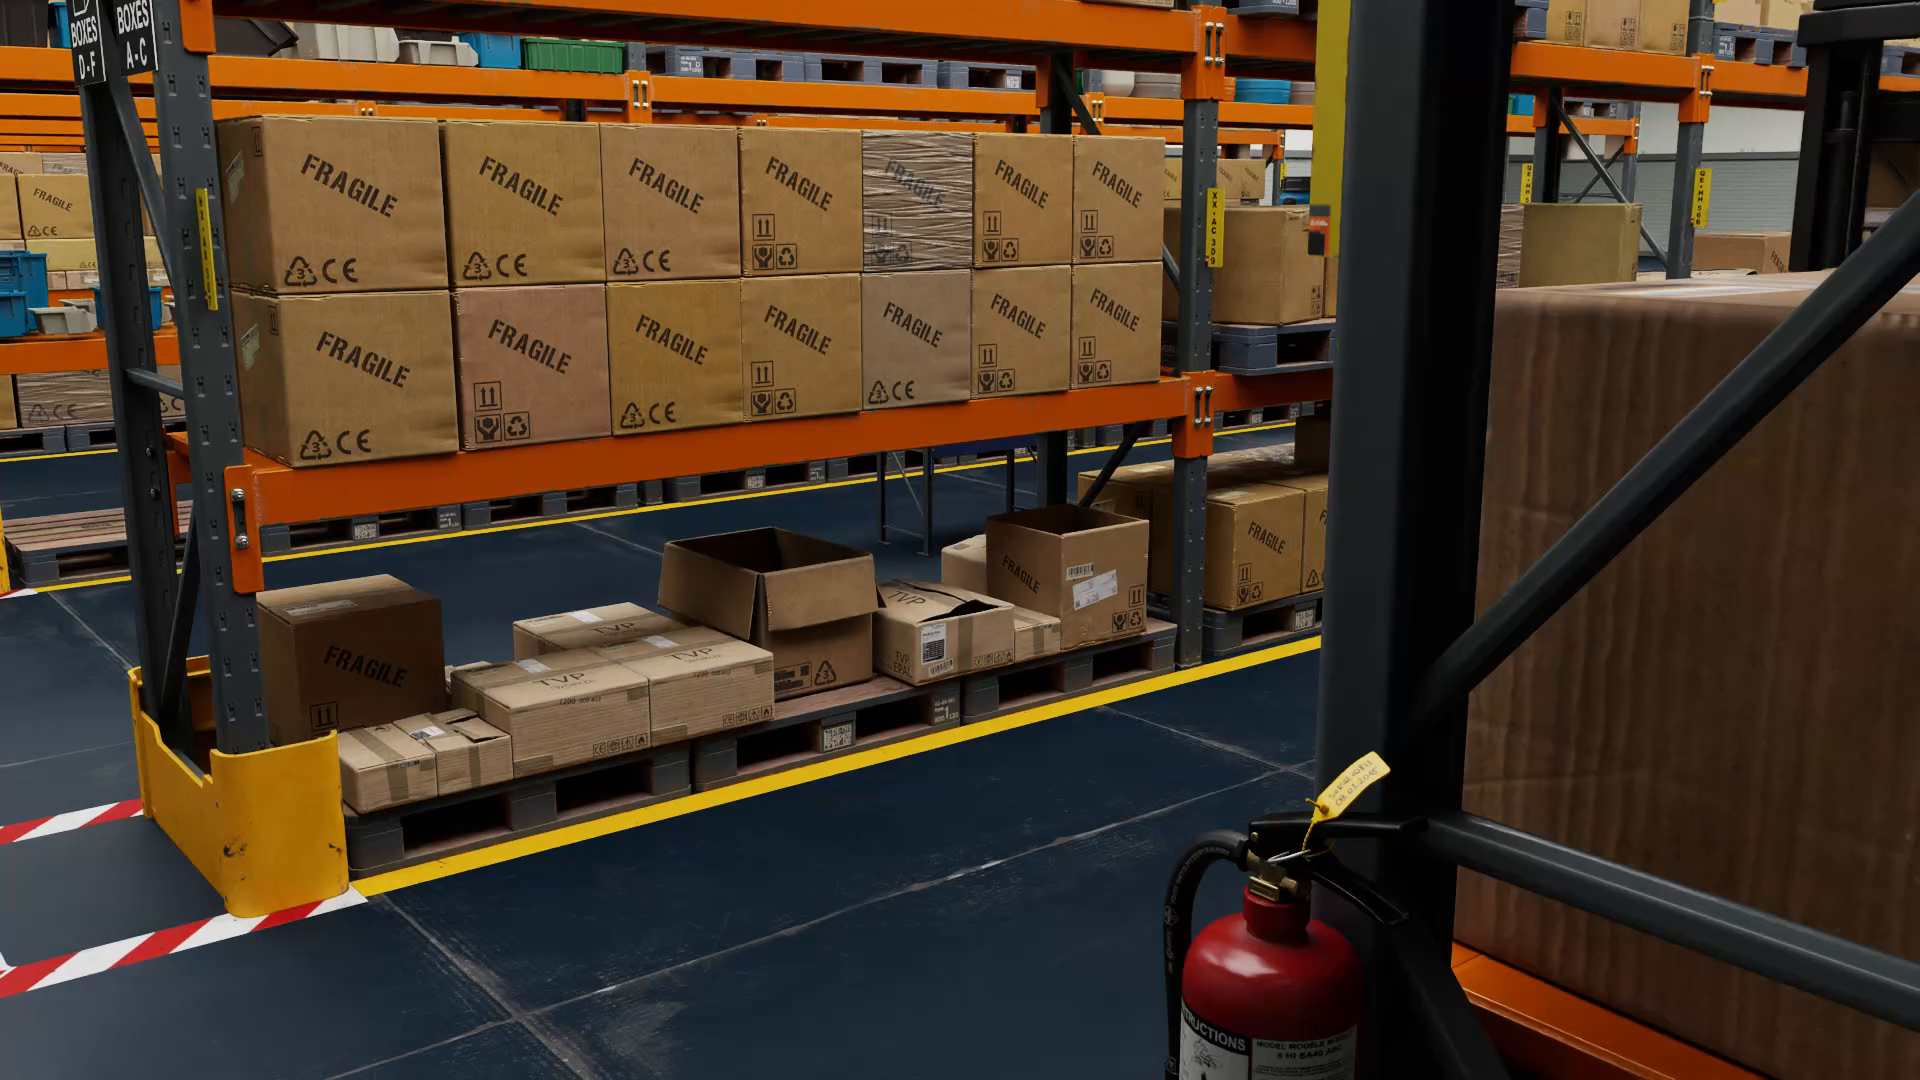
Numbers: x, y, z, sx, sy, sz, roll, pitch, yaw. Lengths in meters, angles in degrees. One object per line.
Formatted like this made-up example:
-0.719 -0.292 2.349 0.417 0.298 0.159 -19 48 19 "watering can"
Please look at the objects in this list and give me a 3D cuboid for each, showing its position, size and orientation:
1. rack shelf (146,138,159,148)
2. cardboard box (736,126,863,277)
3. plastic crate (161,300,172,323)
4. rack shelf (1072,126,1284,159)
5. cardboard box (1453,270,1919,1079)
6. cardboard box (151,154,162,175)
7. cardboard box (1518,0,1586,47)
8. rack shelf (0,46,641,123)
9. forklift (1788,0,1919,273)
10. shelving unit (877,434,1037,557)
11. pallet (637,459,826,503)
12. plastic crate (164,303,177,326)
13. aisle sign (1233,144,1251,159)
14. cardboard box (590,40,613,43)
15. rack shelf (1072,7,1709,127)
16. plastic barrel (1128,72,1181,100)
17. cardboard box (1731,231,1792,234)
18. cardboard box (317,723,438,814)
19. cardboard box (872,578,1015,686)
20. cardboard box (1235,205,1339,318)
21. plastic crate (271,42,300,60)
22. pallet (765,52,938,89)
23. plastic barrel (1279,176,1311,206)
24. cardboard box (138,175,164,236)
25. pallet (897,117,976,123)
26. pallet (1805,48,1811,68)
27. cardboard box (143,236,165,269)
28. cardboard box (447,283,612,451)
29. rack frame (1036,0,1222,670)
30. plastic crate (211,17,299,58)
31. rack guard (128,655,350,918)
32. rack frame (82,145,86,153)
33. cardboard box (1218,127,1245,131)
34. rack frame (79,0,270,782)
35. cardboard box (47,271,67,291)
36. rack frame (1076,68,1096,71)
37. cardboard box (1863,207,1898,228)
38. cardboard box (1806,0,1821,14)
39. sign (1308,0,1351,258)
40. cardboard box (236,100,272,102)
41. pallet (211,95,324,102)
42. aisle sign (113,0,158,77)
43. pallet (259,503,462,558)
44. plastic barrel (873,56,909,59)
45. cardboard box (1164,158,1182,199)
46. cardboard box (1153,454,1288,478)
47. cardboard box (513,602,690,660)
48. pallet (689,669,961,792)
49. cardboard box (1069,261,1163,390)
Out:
-10.090 -5.566 23.617 4.000 0.370 1.077 -9 15 -38 "rack shelf"
-0.694 -1.210 5.942 0.500 0.500 0.500 -10 15 -38 "cardboard box"
-4.731 -1.333 9.658 0.243 0.136 0.396 -9 15 -38 "plastic crate"
2.348 -4.997 20.936 4.000 0.370 1.077 -9 15 -38 "rack shelf"
1.091 0.130 1.555 0.700 0.700 0.980 -9 15 -35 "cardboard box"
-8.679 -3.980 18.273 0.500 0.500 0.500 -10 16 -40 "cardboard box"
2.724 -2.816 8.693 0.500 0.500 0.910 -9 15 -38 "cardboard box"
-3.929 -2.637 9.820 4.000 0.370 1.077 -9 15 -38 "rack shelf"
4.287 -0.867 7.139 3.031 2.935 1.130 -9 15 -36 "forklift"
0.067 -0.745 10.010 1.048 1.500 0.538 -9 15 -38 "shelving unit"
-1.738 -0.510 12.008 1.213 0.211 1.003 -9 15 -38 "pallet"
-4.260 -1.257 9.302 0.298 0.136 0.250 -9 15 -38 "plastic crate"
3.770 -5.470 22.392 0.004 0.787 0.394 -9 15 -38 "aisle sign"
-3.388 -4.608 16.118 0.500 0.500 0.500 -8 15 -35 "cardboard box"
2.286 -2.352 8.478 4.000 0.370 1.077 -9 15 -38 "rack shelf"
1.533 -4.084 13.695 0.600 0.901 0.600 0 12 0 "plastic barrel"
5.559 -1.834 11.286 0.500 0.500 0.500 -9 15 -38 "cardboard box"
-1.857 0.723 5.292 0.250 0.149 0.380 -9 15 -38 "cardboard box"
-0.129 0.340 6.703 0.500 0.311 0.500 -9 15 -38 "cardboard box"
1.732 -1.356 8.026 0.500 0.500 0.700 -7 14 -29 "cardboard box"
-4.032 -2.909 10.002 0.530 0.136 0.437 -9 15 -38 "plastic crate"
-0.932 -3.421 12.236 1.213 0.211 1.003 -9 15 -38 "pallet"
3.389 -3.063 16.111 0.708 0.901 0.600 -9 15 -38 "plastic barrel"
-6.787 -2.872 14.255 0.500 0.500 0.500 -10 16 -39 "cardboard box"
-0.571 -4.800 18.726 1.003 0.211 1.213 -9 15 -38 "pallet"
5.194 -3.119 10.814 1.213 0.211 1.003 -9 15 -35 "pallet"
-6.840 -2.357 13.639 0.500 0.250 0.500 -10 15 -39 "cardboard box"
-1.488 -0.589 5.427 0.500 0.500 0.500 -10 15 -38 "cardboard box"
0.725 -0.977 7.493 0.127 3.000 1.000 -9 15 -38 "rack frame"
-4.126 -2.852 9.253 0.767 0.338 0.504 -9 15 -38 "plastic crate"
-2.339 0.755 5.355 0.348 0.500 1.175 -9 15 -38 "rack guard"
-11.652 -4.192 22.631 0.127 3.000 1.000 -9 15 -38 "rack frame"
3.303 -5.366 21.303 0.500 0.250 0.500 -9 15 -37 "cardboard box"
-2.399 -0.458 5.048 0.127 3.000 1.000 -9 15 -38 "rack frame"
-7.300 -2.068 13.238 0.250 0.149 0.380 -10 15 -39 "cardboard box"
0.757 -5.234 13.100 0.127 3.000 1.000 -9 15 -38 "rack frame"
7.050 -2.451 12.634 0.250 0.149 0.380 -9 15 -38 "cardboard box"
5.440 -3.376 10.920 0.500 0.250 0.500 -11 16 -42 "cardboard box"
0.371 -0.427 1.545 0.005 0.325 0.100 -9 15 -38 "sign"
-8.116 -5.155 18.694 0.500 0.500 0.700 -9 15 -38 "cardboard box"
-6.106 -3.904 14.268 1.213 0.211 1.003 -9 15 -38 "pallet"
-2.269 -1.673 4.512 0.004 0.787 0.394 -9 15 -38 "aisle sign"
-3.870 -0.156 10.340 1.213 0.211 1.003 -9 15 -38 "pallet"
-0.534 -3.785 12.155 0.433 0.535 0.433 0 12 0 "plastic barrel"
2.460 -4.520 20.812 0.500 0.500 0.500 -9 15 -38 "cardboard box"
1.322 -0.143 8.523 0.500 0.500 0.500 -9 15 -37 "cardboard box"
-1.368 0.443 6.366 0.500 0.250 0.500 -9 15 -38 "cardboard box"
-0.765 0.635 6.614 1.213 0.211 1.003 -9 15 -38 "pallet"
0.495 -0.919 6.981 0.500 0.500 0.500 -9 15 -37 "cardboard box"
